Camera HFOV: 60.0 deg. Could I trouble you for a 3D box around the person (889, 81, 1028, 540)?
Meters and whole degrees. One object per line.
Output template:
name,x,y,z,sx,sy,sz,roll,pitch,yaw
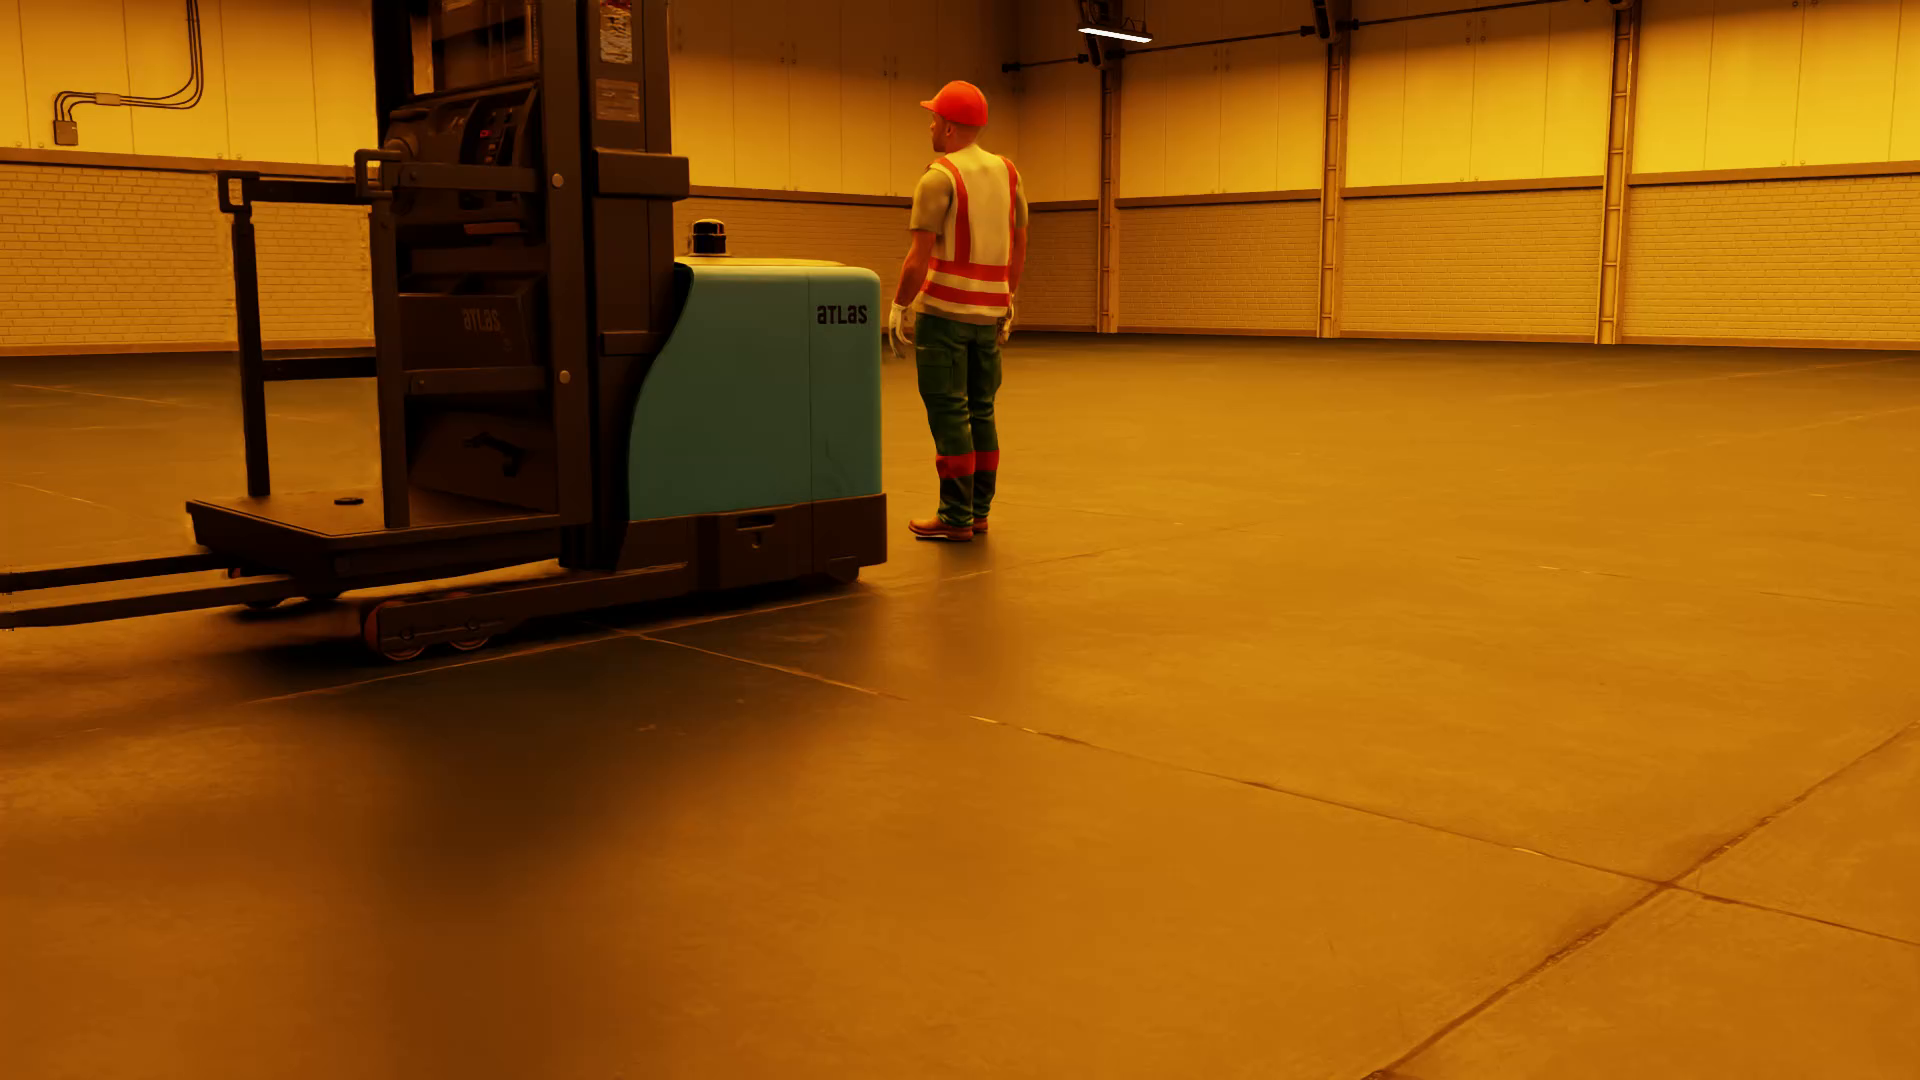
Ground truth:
person,-0.059,-0.901,6.652,0.643,1.789,0.564,-8,12,-43

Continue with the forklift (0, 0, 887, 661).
forklift,-1.673,-1.207,4.887,3.031,2.935,1.130,-8,12,-42
